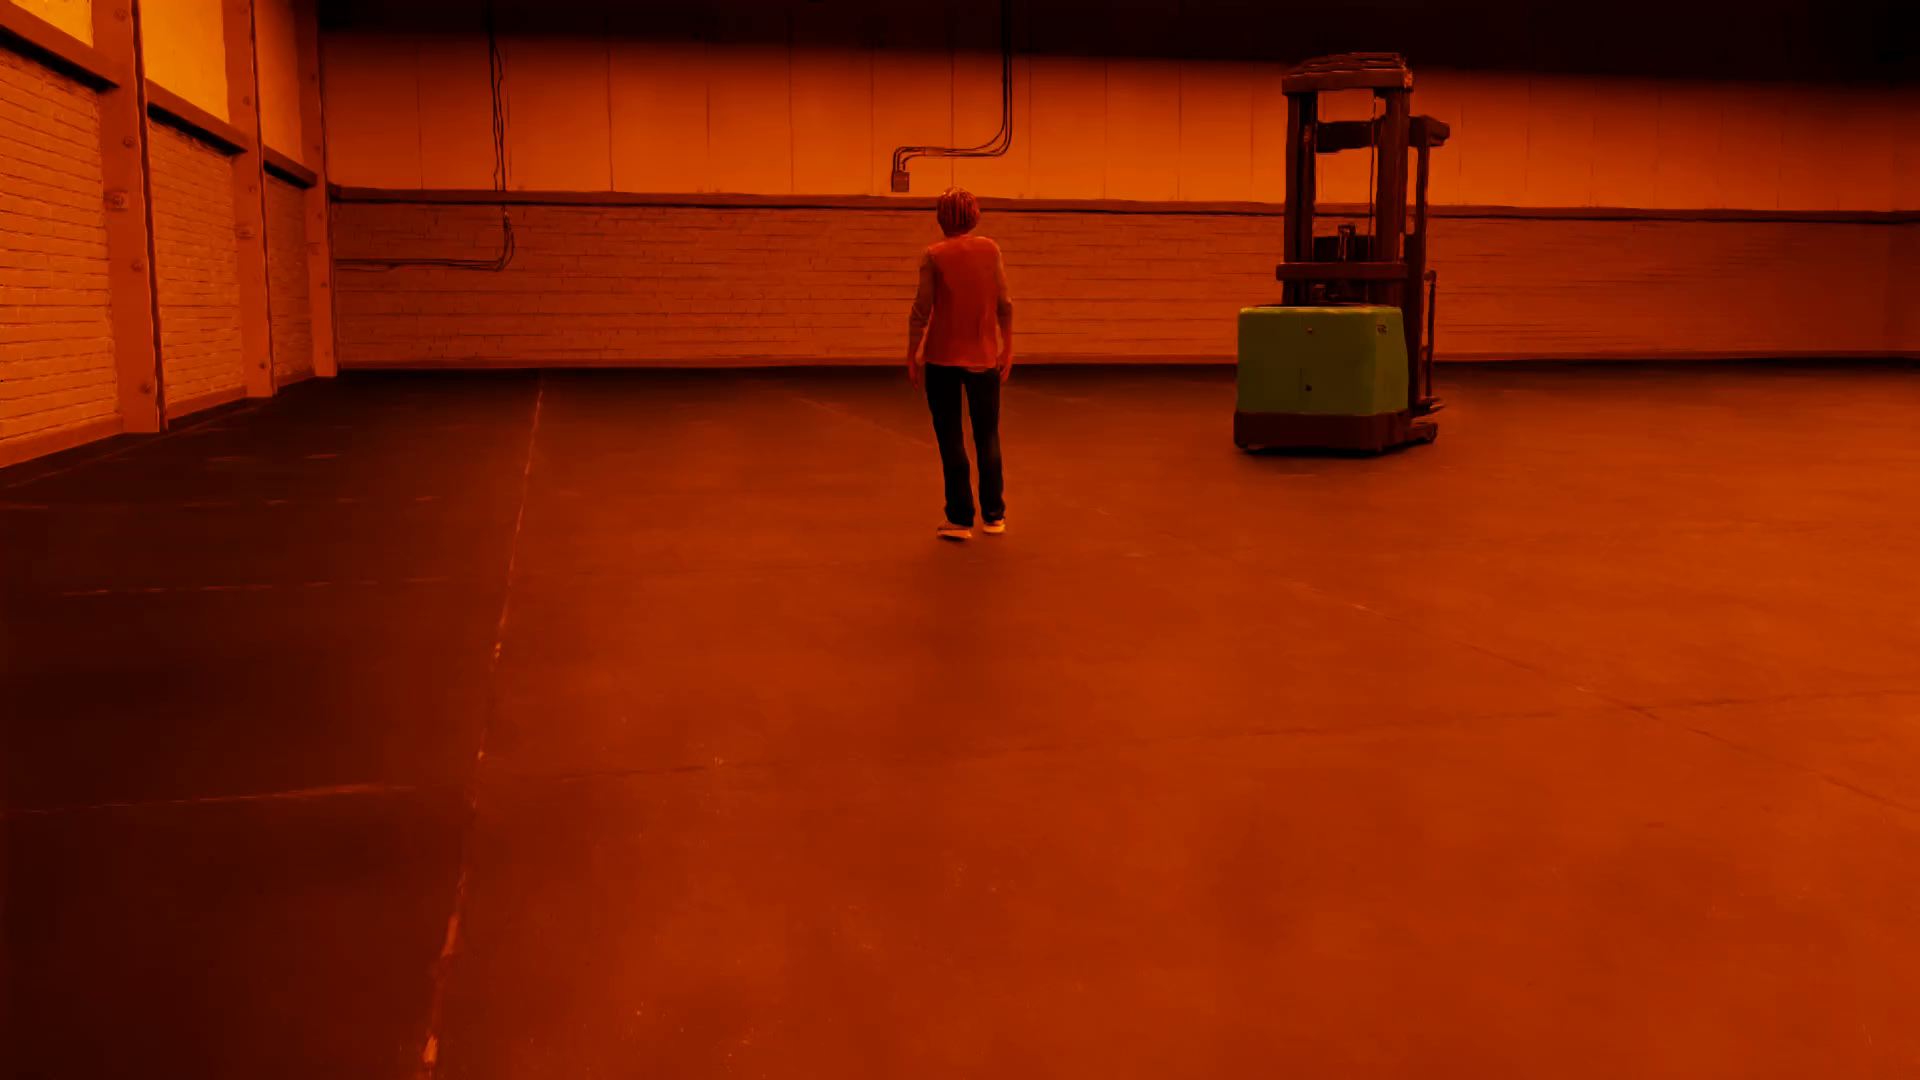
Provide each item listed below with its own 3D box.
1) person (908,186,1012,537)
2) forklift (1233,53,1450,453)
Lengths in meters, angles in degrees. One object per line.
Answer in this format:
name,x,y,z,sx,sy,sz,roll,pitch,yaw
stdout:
person,0.000,-0.808,7.671,0.513,1.597,0.474,-2,8,-13
forklift,3.180,-2.240,13.133,1.130,2.935,3.031,4,9,29
